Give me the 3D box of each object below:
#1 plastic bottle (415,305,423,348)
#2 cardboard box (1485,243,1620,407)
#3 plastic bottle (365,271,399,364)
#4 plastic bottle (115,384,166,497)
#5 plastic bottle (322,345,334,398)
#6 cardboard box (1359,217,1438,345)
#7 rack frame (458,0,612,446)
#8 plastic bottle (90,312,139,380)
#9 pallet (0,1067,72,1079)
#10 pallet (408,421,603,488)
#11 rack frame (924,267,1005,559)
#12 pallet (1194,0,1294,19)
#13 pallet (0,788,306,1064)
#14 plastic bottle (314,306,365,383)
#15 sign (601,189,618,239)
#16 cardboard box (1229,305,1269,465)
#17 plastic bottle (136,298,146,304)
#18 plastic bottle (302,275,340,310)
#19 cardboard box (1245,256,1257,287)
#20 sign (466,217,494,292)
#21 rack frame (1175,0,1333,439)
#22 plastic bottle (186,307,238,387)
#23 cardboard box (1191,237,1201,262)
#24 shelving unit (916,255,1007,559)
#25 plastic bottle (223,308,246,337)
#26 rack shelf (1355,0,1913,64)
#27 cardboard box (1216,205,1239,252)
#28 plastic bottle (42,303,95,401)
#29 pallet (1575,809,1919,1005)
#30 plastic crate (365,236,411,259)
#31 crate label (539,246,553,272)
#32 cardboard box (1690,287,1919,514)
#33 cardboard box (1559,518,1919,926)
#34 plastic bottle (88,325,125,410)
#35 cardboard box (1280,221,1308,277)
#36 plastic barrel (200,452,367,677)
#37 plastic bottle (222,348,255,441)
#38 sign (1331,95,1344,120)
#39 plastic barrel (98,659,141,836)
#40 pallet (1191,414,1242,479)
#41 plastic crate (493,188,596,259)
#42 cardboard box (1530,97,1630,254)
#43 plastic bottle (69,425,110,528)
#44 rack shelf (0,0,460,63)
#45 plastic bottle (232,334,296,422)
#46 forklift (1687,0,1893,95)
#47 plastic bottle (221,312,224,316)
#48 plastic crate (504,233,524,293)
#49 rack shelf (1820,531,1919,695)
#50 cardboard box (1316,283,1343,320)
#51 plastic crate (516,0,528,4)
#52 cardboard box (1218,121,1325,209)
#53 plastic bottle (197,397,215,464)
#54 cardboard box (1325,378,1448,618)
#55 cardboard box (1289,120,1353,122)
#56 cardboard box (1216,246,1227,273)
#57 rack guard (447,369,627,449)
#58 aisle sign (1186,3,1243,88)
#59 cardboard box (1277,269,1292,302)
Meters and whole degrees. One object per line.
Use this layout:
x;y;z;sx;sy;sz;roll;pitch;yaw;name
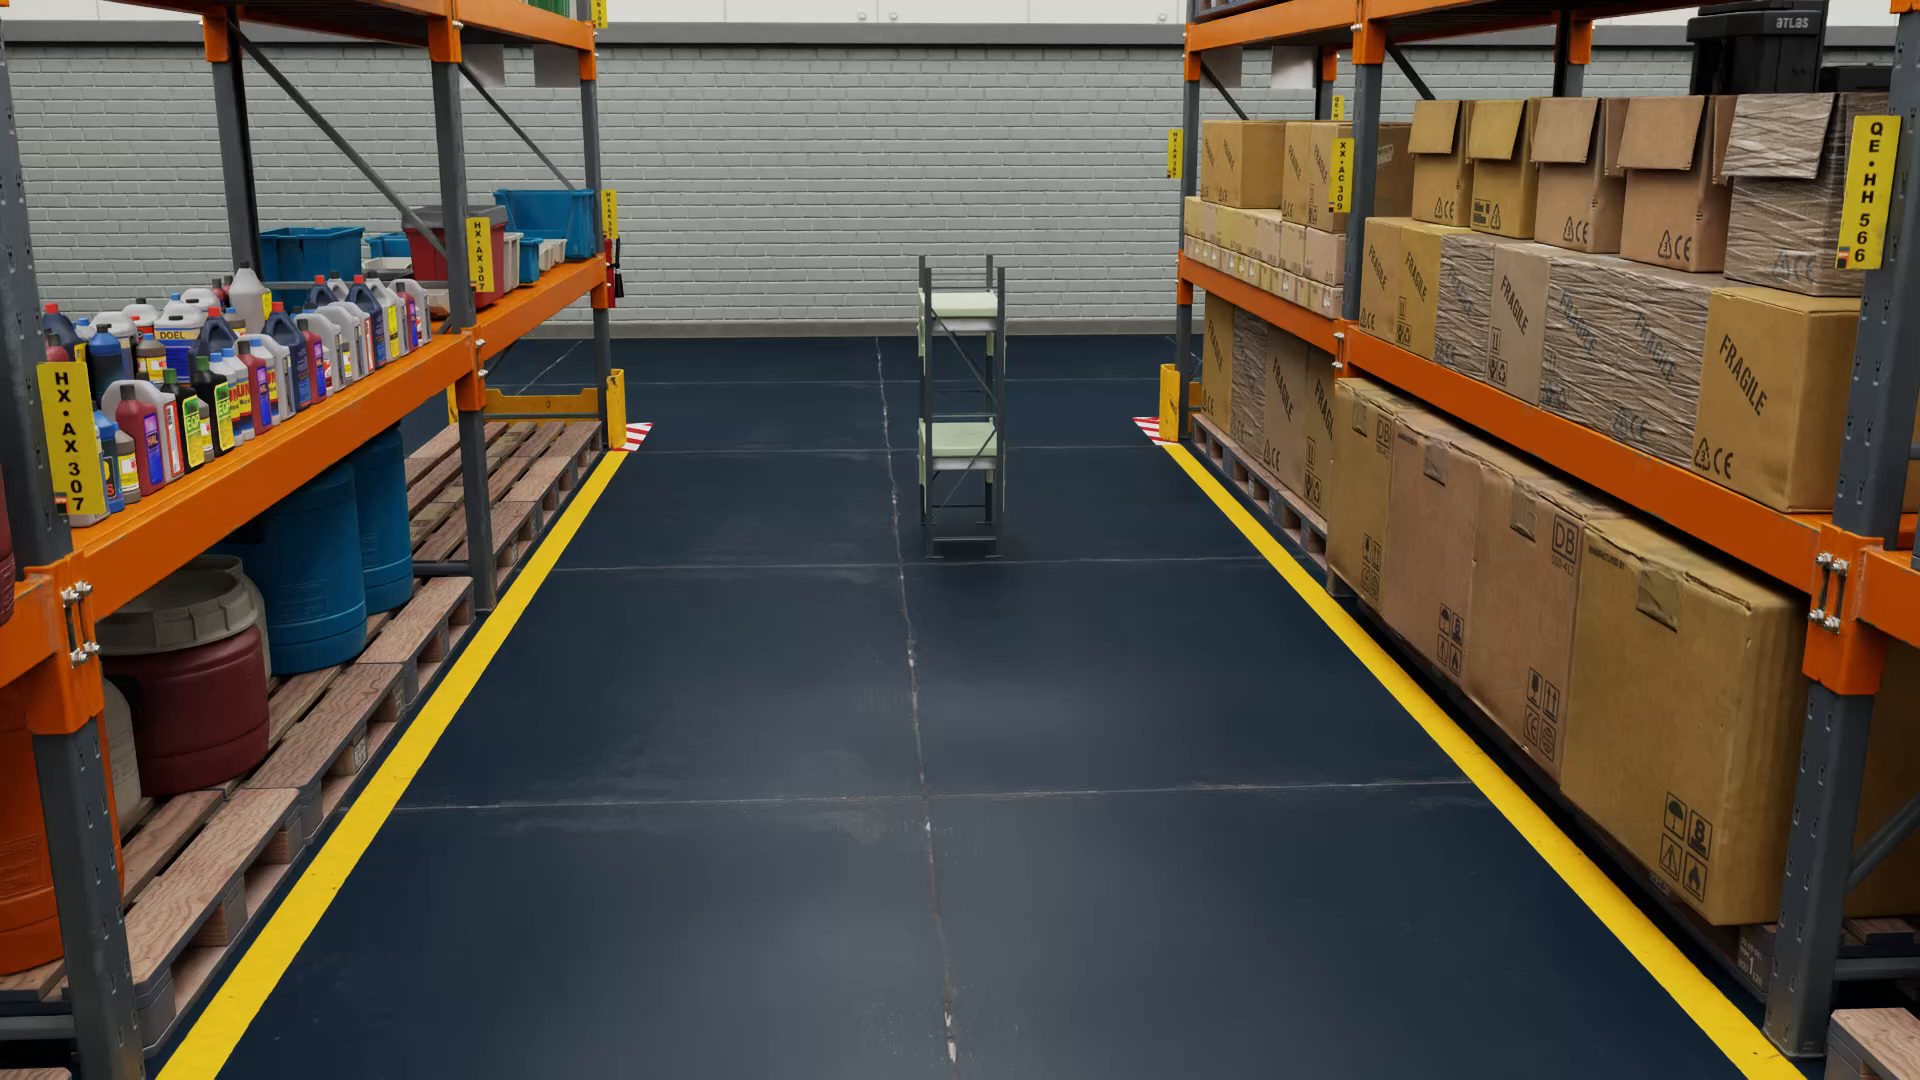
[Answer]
-2.289;-0.901;6.906;0.097;0.201;0.097;0;14;0;plastic bottle
2.152;-0.747;5.710;0.500;0.500;0.500;-1;14;-2;cardboard box
-2.287;-0.871;6.491;0.144;0.351;0.185;-1;14;-3;plastic bottle
-2.101;-0.262;4.260;0.061;0.283;0.133;-1;14;-3;plastic bottle
-2.212;-0.593;5.711;0.097;0.201;0.097;0;14;0;plastic bottle
2.052;-1.125;7.179;0.500;0.500;0.500;-1;14;-3;cardboard box
-2.918;-2.113;11.220;1.000;3.000;0.127;-1;14;-3;rack frame
-2.950;-0.649;5.779;0.152;0.276;0.135;-1;14;-3;plastic bottle
-2.413;1.420;3.083;1.003;0.211;1.213;-1;14;-3;pallet
-2.906;-0.557;10.768;1.003;0.211;1.213;-1;14;-3;pallet
0.023;-0.634;8.479;0.400;1.500;0.023;-1;14;-3;rack frame
2.082;-3.415;10.438;1.003;0.211;1.213;-1;14;-3;pallet
-2.513;1.031;4.594;1.003;0.211;1.213;-1;14;-3;pallet
-2.261;-0.716;6.037;0.152;0.276;0.135;-1;14;-3;plastic bottle
-2.370;-2.205;11.248;0.100;0.325;0.005;-1;14;-3;sign
2.201;-0.980;10.236;0.875;0.875;0.875;-1;14;-3;cardboard box
-3.018;-0.743;6.130;0.061;0.283;0.133;-1;14;-3;plastic bottle
-2.419;-0.823;6.303;0.144;0.351;0.185;-1;14;-3;plastic bottle
1.833;-1.527;9.445;0.380;0.149;0.250;-1;14;-3;cardboard box
-2.121;-1.260;7.350;0.100;0.325;0.005;-1;14;-3;sign
2.025;-2.190;11.517;1.000;3.000;0.127;-1;14;-3;rack frame
-2.362;-0.561;5.287;0.144;0.351;0.185;-1;14;-3;plastic bottle
1.735;-1.911;10.938;0.380;0.149;0.250;-1;14;-4;cardboard box
0.000;-0.725;8.833;0.431;1.500;0.755;-1;14;-3;shelving unit
-2.876;-0.817;6.580;0.097;0.201;0.097;0;14;0;plastic bottle
2.397;-1.802;5.433;1.077;0.370;4.000;-1;14;-3;rack shelf
1.852;-1.883;10.031;0.500;0.250;0.500;-1;14;-5;cardboard box
-2.932;-0.597;5.427;0.144;0.351;0.185;-1;14;-3;plastic bottle
2.547;0.953;4.898;1.003;0.211;1.213;-1;14;-3;pallet
-3.131;-1.593;9.412;0.416;0.233;0.300;-1;14;-3;plastic crate
-2.642;-1.673;9.919;0.396;0.136;0.243;-1;14;-3;crate label
2.243;-0.367;4.234;0.500;0.500;0.500;0;14;-2;cardboard box
2.499;0.454;4.665;1.225;0.875;0.875;-2;15;-6;cardboard box
-2.814;-0.572;5.487;0.097;0.271;0.097;0;14;0;plastic bottle
1.949;-1.501;8.543;0.500;0.250;0.500;0;14;-2;cardboard box
-2.610;0.006;6.351;0.600;0.901;0.708;-1;14;-3;plastic barrel
-2.164;-0.433;4.948;0.097;0.271;0.097;0;14;0;plastic bottle
2.568;-2.870;11.362;0.100;0.325;0.005;-1;14;-3;sign
-2.594;0.617;4.757;0.421;0.512;0.421;0;14;0;plastic barrel
2.153;-0.642;11.096;1.003;0.211;1.213;-1;14;-3;pallet
-2.711;-2.079;10.896;0.616;0.435;0.499;-1;14;-3;plastic crate
2.406;-1.245;5.632;0.797;0.503;0.637;0;14;-2;cardboard box
-2.127;-0.176;3.940;0.152;0.276;0.135;-1;14;-3;plastic bottle
-2.546;-1.725;5.136;1.077;0.370;4.000;-1;14;-3;rack shelf
-2.212;-0.521;5.281;0.152;0.276;0.135;-1;14;-3;plastic bottle
5.151;-1.754;9.960;3.031;2.935;1.130;0;14;-2;forklift
-3.040;-0.863;6.759;0.097;0.201;0.097;0;14;0;plastic bottle
-2.581;-1.473;8.848;0.437;0.282;0.530;-1;14;-3;plastic crate
2.645;0.646;1.941;1.077;0.370;4.000;-1;14;-3;rack shelf
1.927;-1.144;7.957;0.380;0.149;0.250;-1;14;-3;cardboard box
-2.542;-2.928;8.897;0.437;0.136;0.530;-1;14;-3;plastic crate
1.855;-2.248;9.941;0.500;0.500;0.500;-1;14;-5;cardboard box
-2.143;-0.318;4.639;0.097;0.201;0.097;0;14;0;plastic bottle
2.333;-0.210;7.246;1.225;0.875;0.875;-1;14;-3;cardboard box
2.318;-2.507;10.950;0.500;0.500;0.500;-1;14;-3;cardboard box
1.784;-1.719;10.192;0.380;0.149;0.250;-1;14;-5;cardboard box
-2.932;-0.908;11.554;1.175;0.500;0.348;-1;14;-3;rack guard
1.722;-3.462;11.245;0.394;0.787;0.004;-1;14;-3;aisle sign
1.880;-1.336;8.703;0.380;0.149;0.250;-1;14;-2;cardboard box
